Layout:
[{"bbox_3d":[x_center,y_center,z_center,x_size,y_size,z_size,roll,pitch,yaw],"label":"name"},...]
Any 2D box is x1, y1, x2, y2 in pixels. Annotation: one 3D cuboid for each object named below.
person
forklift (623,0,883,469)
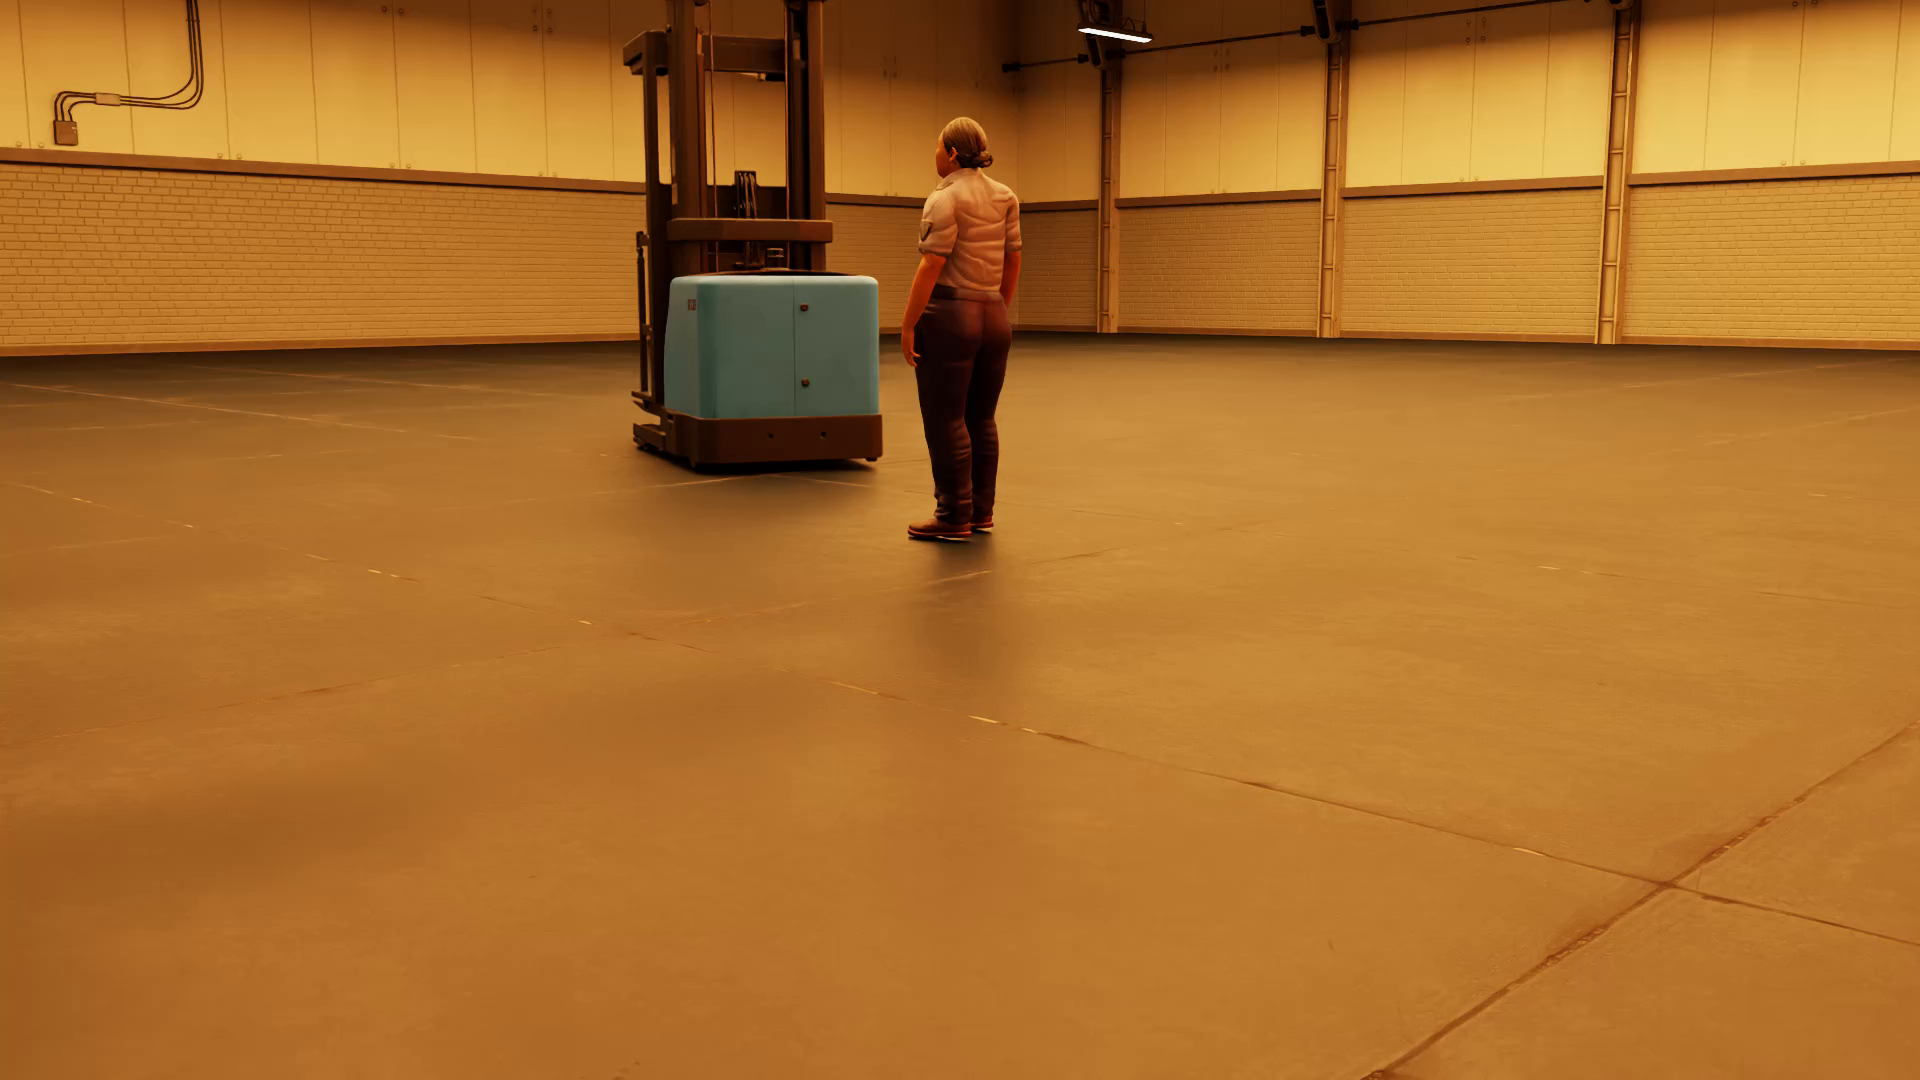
[{"bbox_3d":[-0.048,-0.831,6.672,0.503,1.643,0.598,8,12,43],"label":"person"},{"bbox_3d":[-1.442,-2.023,10.307,1.130,2.935,3.031,-3,9,-21],"label":"forklift"}]
